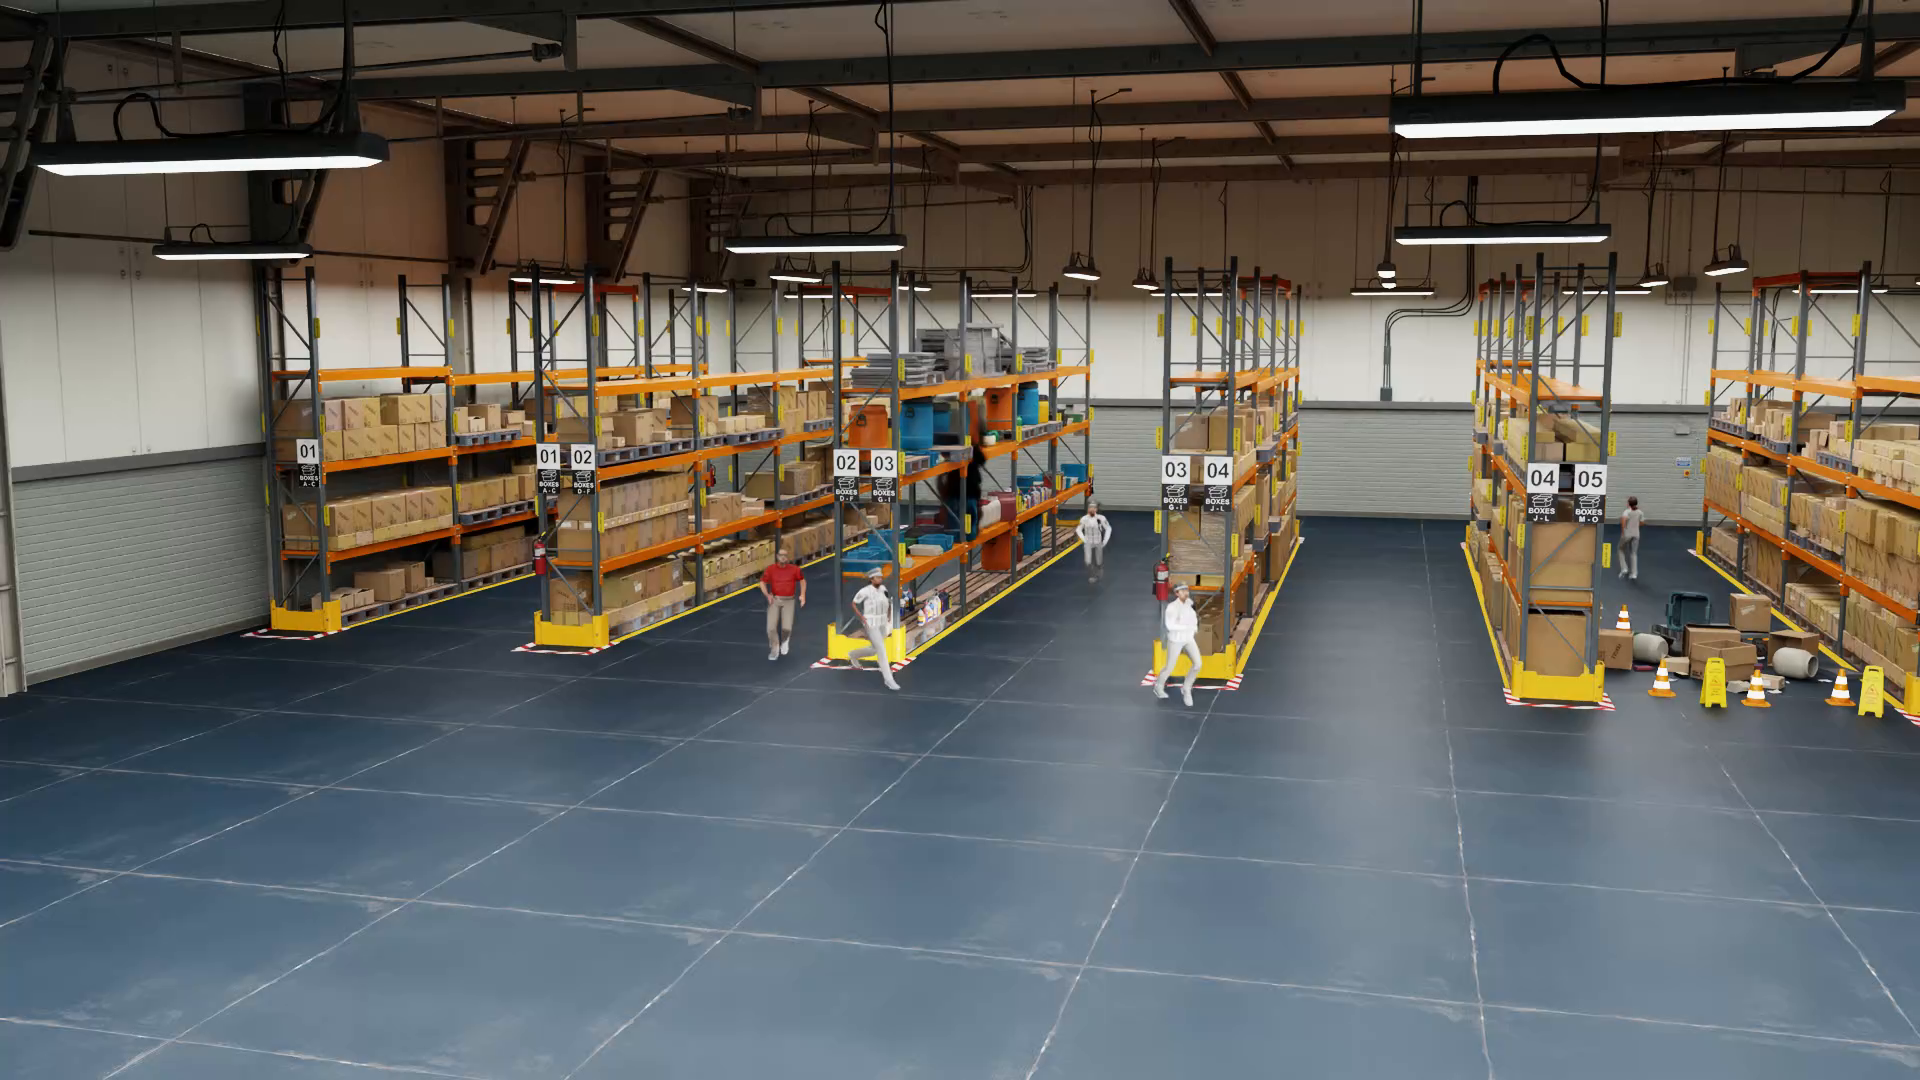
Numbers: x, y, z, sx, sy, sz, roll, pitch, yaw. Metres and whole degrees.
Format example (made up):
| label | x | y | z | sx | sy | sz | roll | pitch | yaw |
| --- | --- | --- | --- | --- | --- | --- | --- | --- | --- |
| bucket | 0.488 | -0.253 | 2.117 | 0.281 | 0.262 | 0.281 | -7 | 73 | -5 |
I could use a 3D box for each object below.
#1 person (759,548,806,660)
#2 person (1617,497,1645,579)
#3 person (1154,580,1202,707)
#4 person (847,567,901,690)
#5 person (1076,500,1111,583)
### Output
| label | x | y | z | sx | sy | sz | roll | pitch | yaw |
| --- | --- | --- | --- | --- | --- | --- | --- | --- | --- |
| person | -2.704 | 0.975 | 25.319 | 0.701 | 1.692 | 0.498 | 0 | 7 | -2 |
| person | 13.404 | -0.031 | 33.253 | 0.555 | 1.681 | 0.712 | 0 | 7 | 2 |
| person | 2.958 | 1.360 | 22.176 | 0.621 | 1.697 | 0.847 | -4 | 8 | -26 |
| person | -1.223 | 1.221 | 23.470 | 1.070 | 1.718 | 0.513 | 6 | 9 | 38 |
| person | 2.498 | 0.023 | 31.131 | 0.663 | 1.533 | 0.610 | 1 | 7 | 7 |
